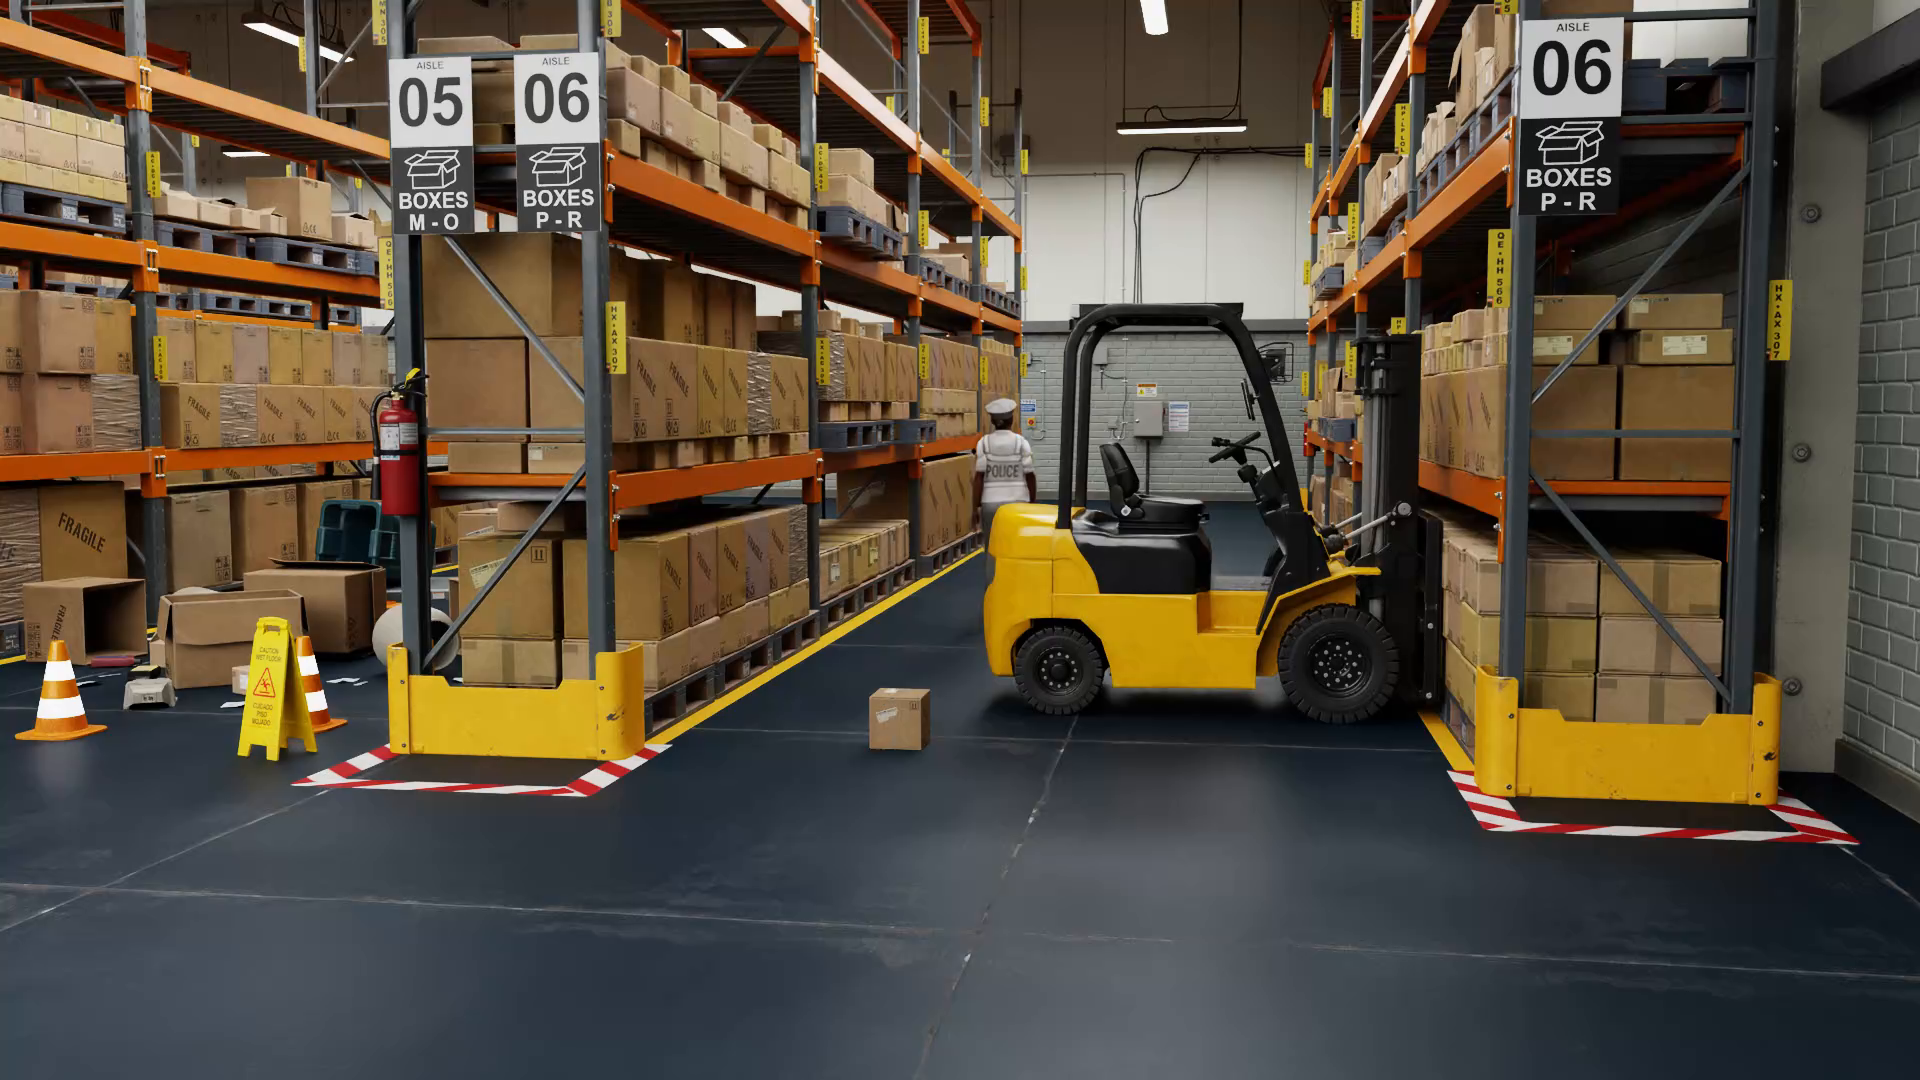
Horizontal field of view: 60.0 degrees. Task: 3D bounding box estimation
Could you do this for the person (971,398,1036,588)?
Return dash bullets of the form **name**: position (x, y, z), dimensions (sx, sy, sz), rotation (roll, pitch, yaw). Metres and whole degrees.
- **person**: position (0.354, -0.263, 12.937), dimensions (0.484, 1.675, 0.862), rotation (1, 5, 8)
